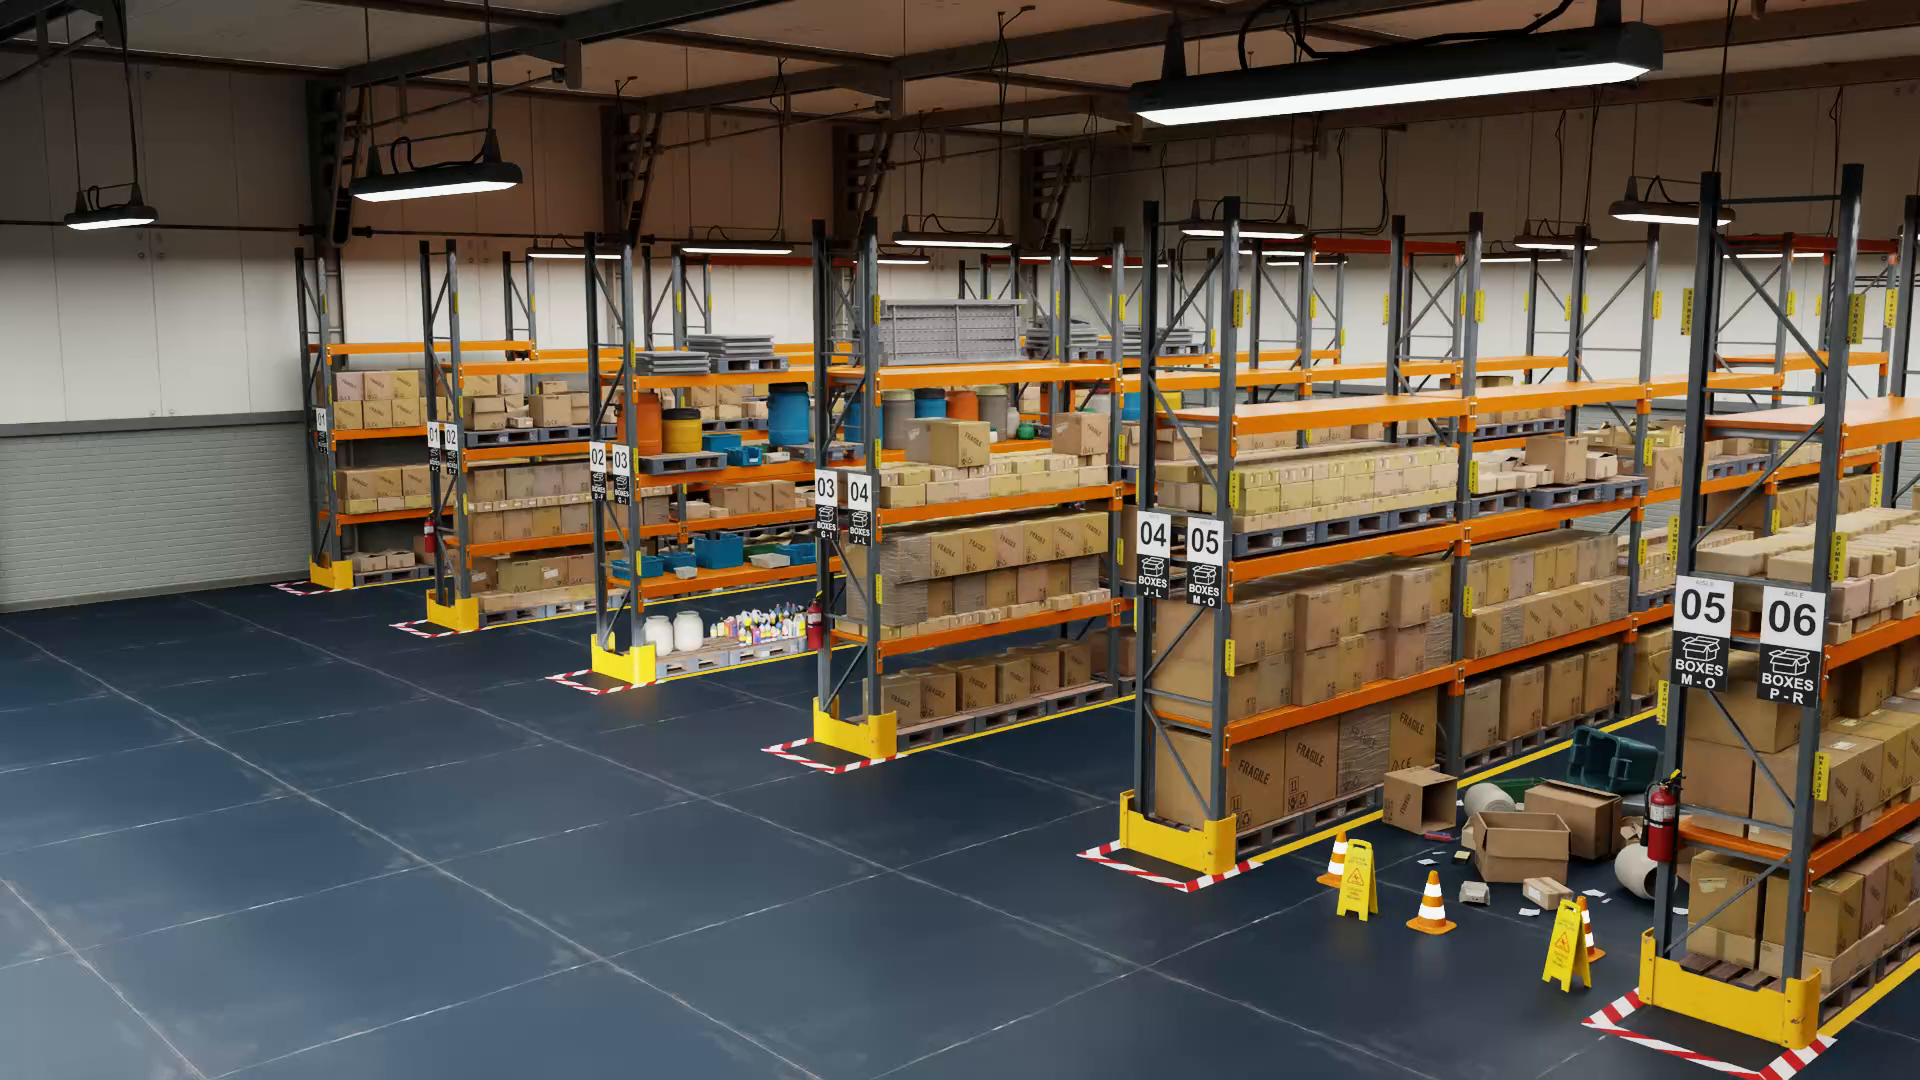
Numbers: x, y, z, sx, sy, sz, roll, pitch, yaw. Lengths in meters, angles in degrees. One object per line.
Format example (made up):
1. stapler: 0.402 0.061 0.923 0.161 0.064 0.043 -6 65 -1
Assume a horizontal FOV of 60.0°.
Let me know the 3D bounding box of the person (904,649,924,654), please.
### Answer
1. person: -0.767 0.719 22.655 0.674 1.724 0.691 -7 11 -39

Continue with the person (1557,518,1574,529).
1. person: 11.631 -0.270 31.963 0.509 1.524 0.735 -4 9 -23
